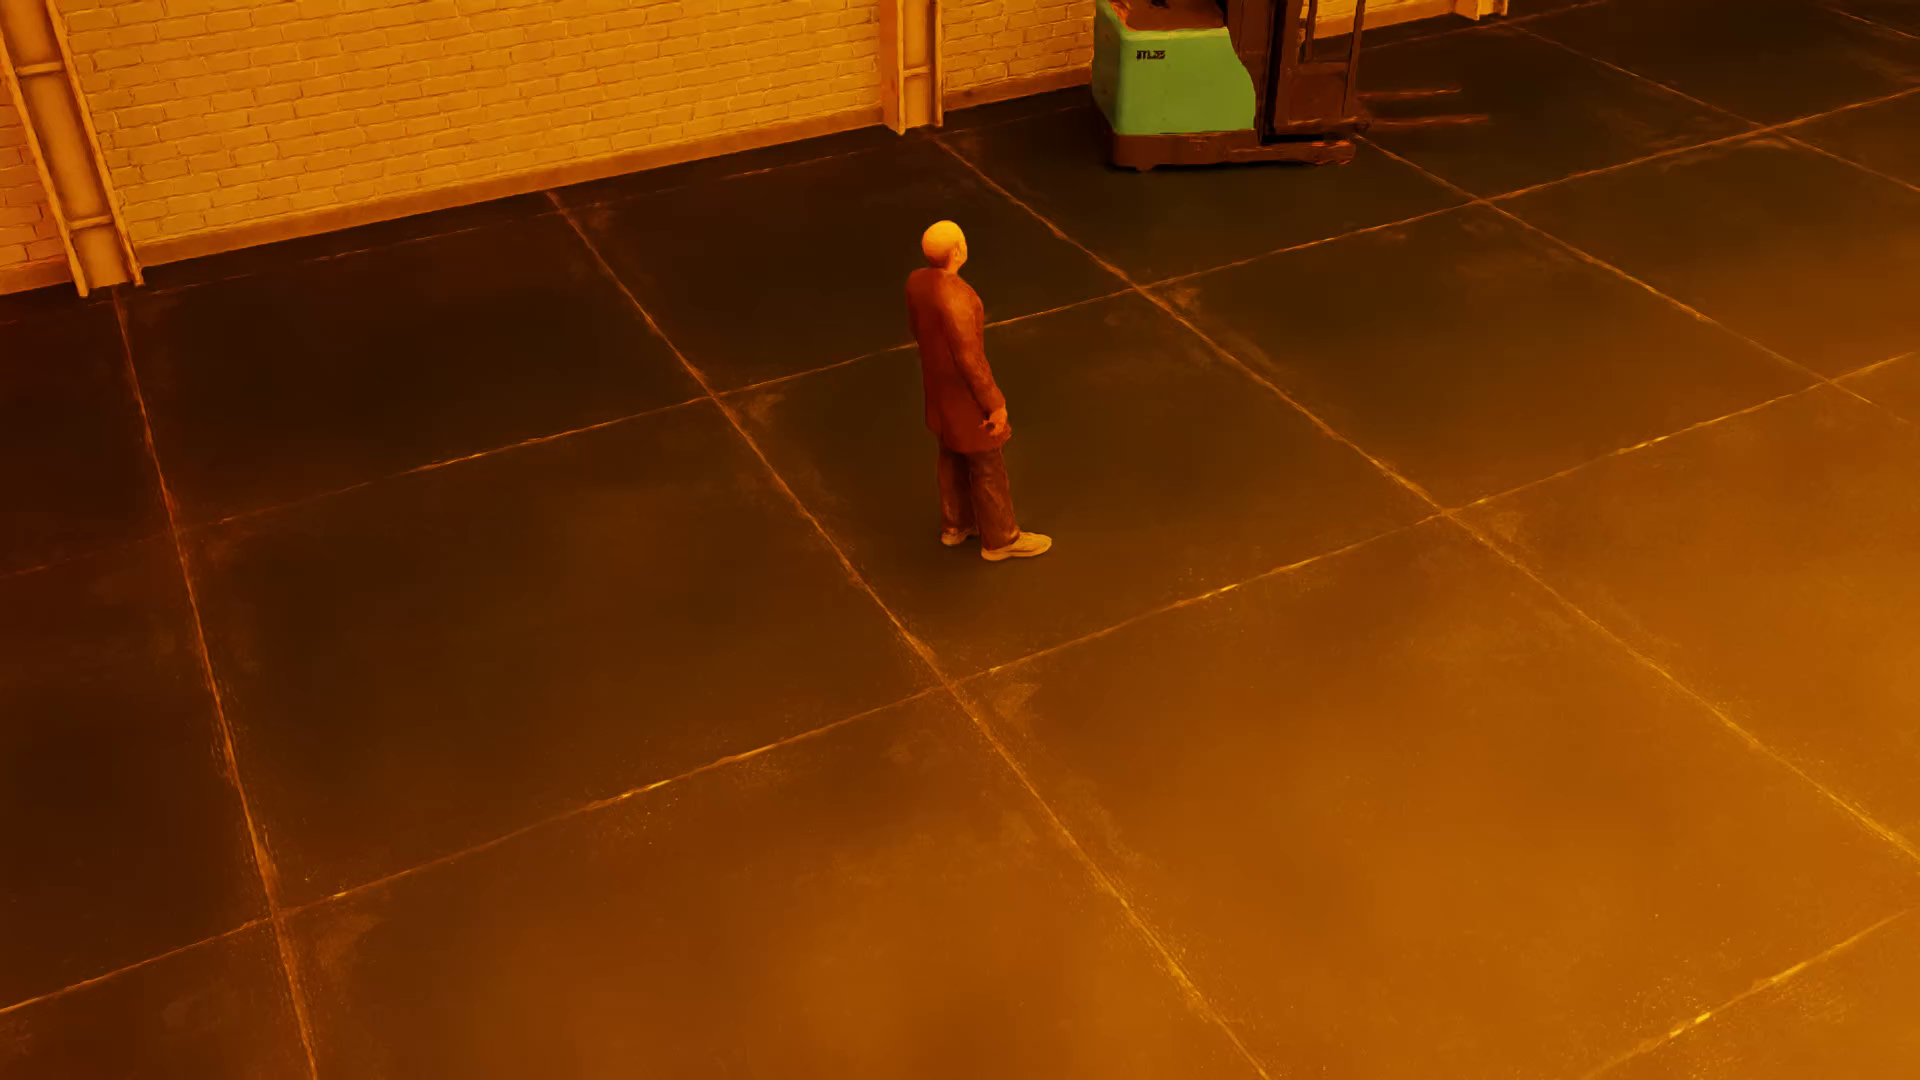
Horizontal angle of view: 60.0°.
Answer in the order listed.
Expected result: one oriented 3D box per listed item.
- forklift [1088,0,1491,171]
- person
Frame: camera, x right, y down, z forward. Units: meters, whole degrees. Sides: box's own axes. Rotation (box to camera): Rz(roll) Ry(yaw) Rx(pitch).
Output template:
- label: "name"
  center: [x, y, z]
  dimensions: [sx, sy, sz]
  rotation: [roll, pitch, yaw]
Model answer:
- label: "forklift"
  center: [2.582, -4.363, 12.295]
  dimensions: [3.031, 2.935, 1.130]
  rotation: [-5, 36, -7]
- label: "person"
  center: [0.083, -0.754, 8.177]
  dimensions: [0.580, 1.776, 0.694]
  rotation: [-17, 39, -23]
